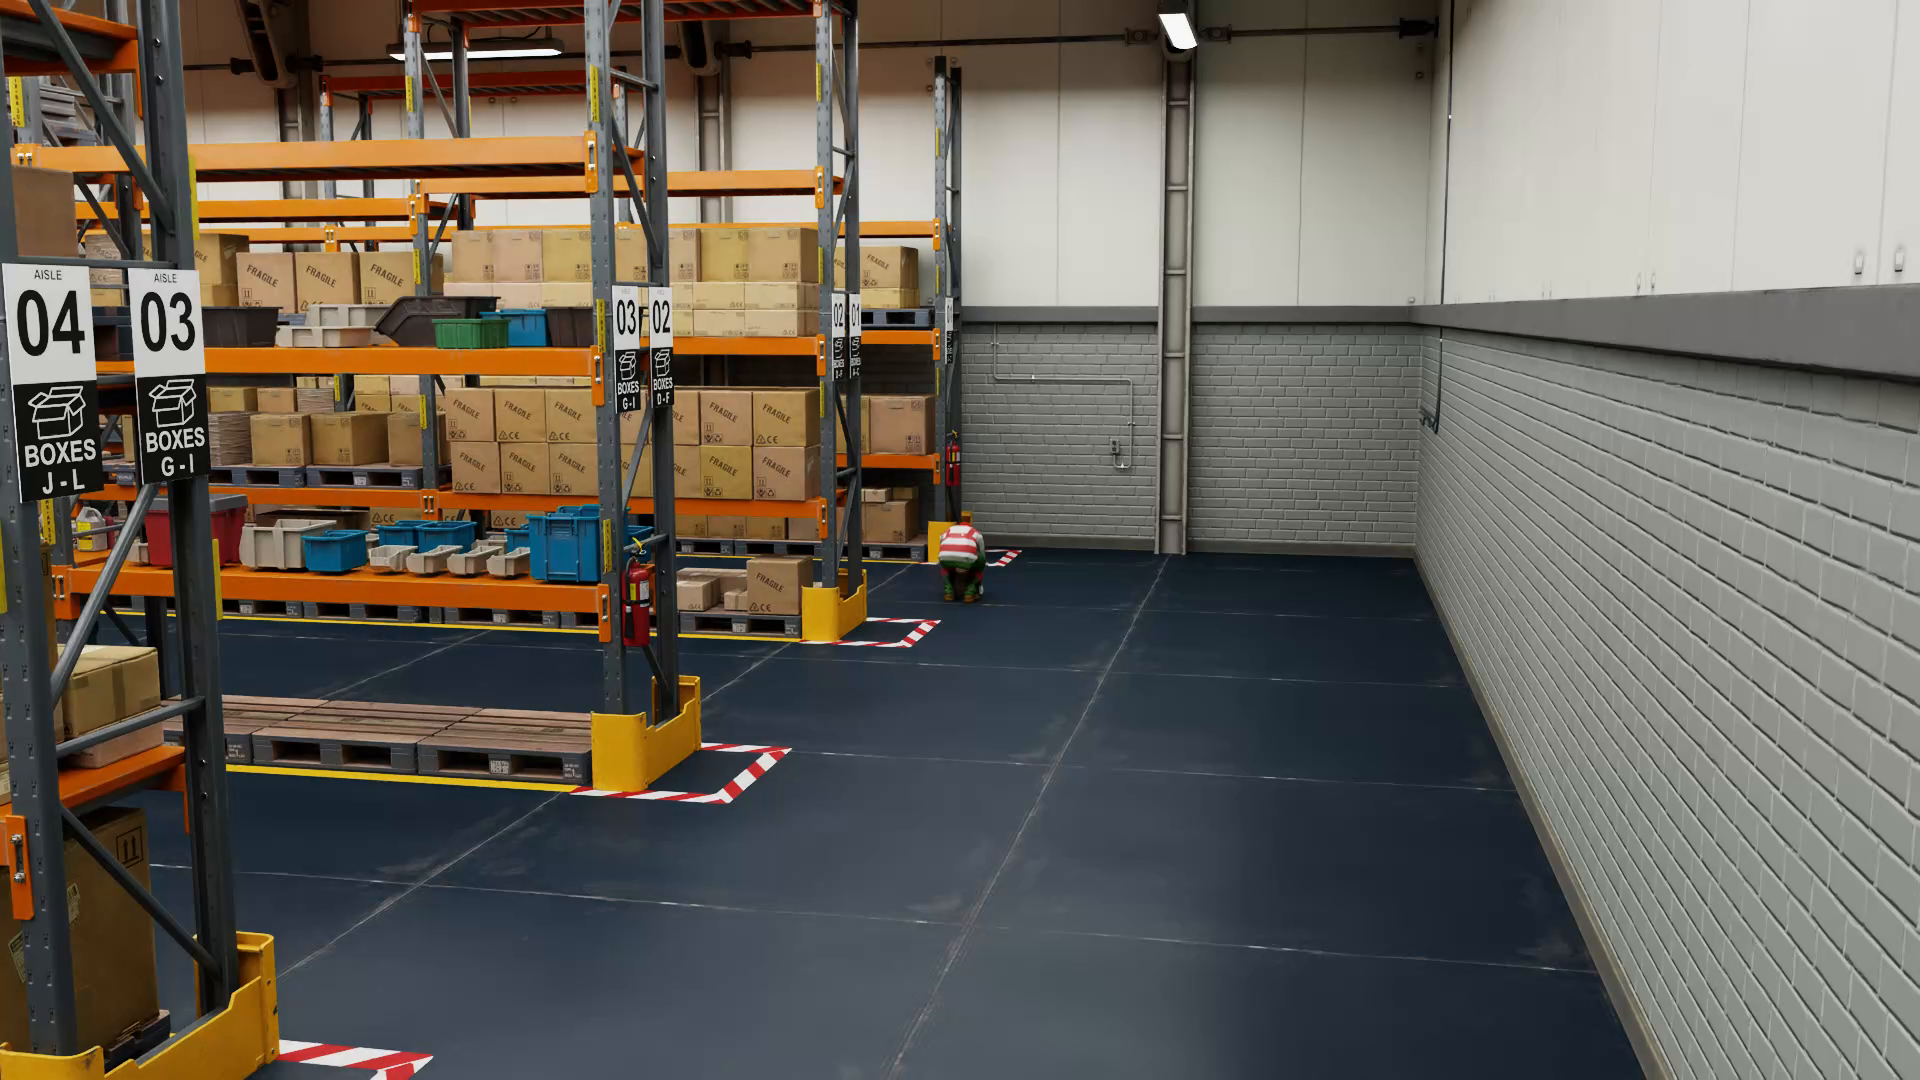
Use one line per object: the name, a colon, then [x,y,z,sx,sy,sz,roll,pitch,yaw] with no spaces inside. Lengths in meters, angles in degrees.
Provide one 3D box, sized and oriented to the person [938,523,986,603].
person: [0.018,0.250,17.731,0.529,0.795,0.954,1,8,10]
